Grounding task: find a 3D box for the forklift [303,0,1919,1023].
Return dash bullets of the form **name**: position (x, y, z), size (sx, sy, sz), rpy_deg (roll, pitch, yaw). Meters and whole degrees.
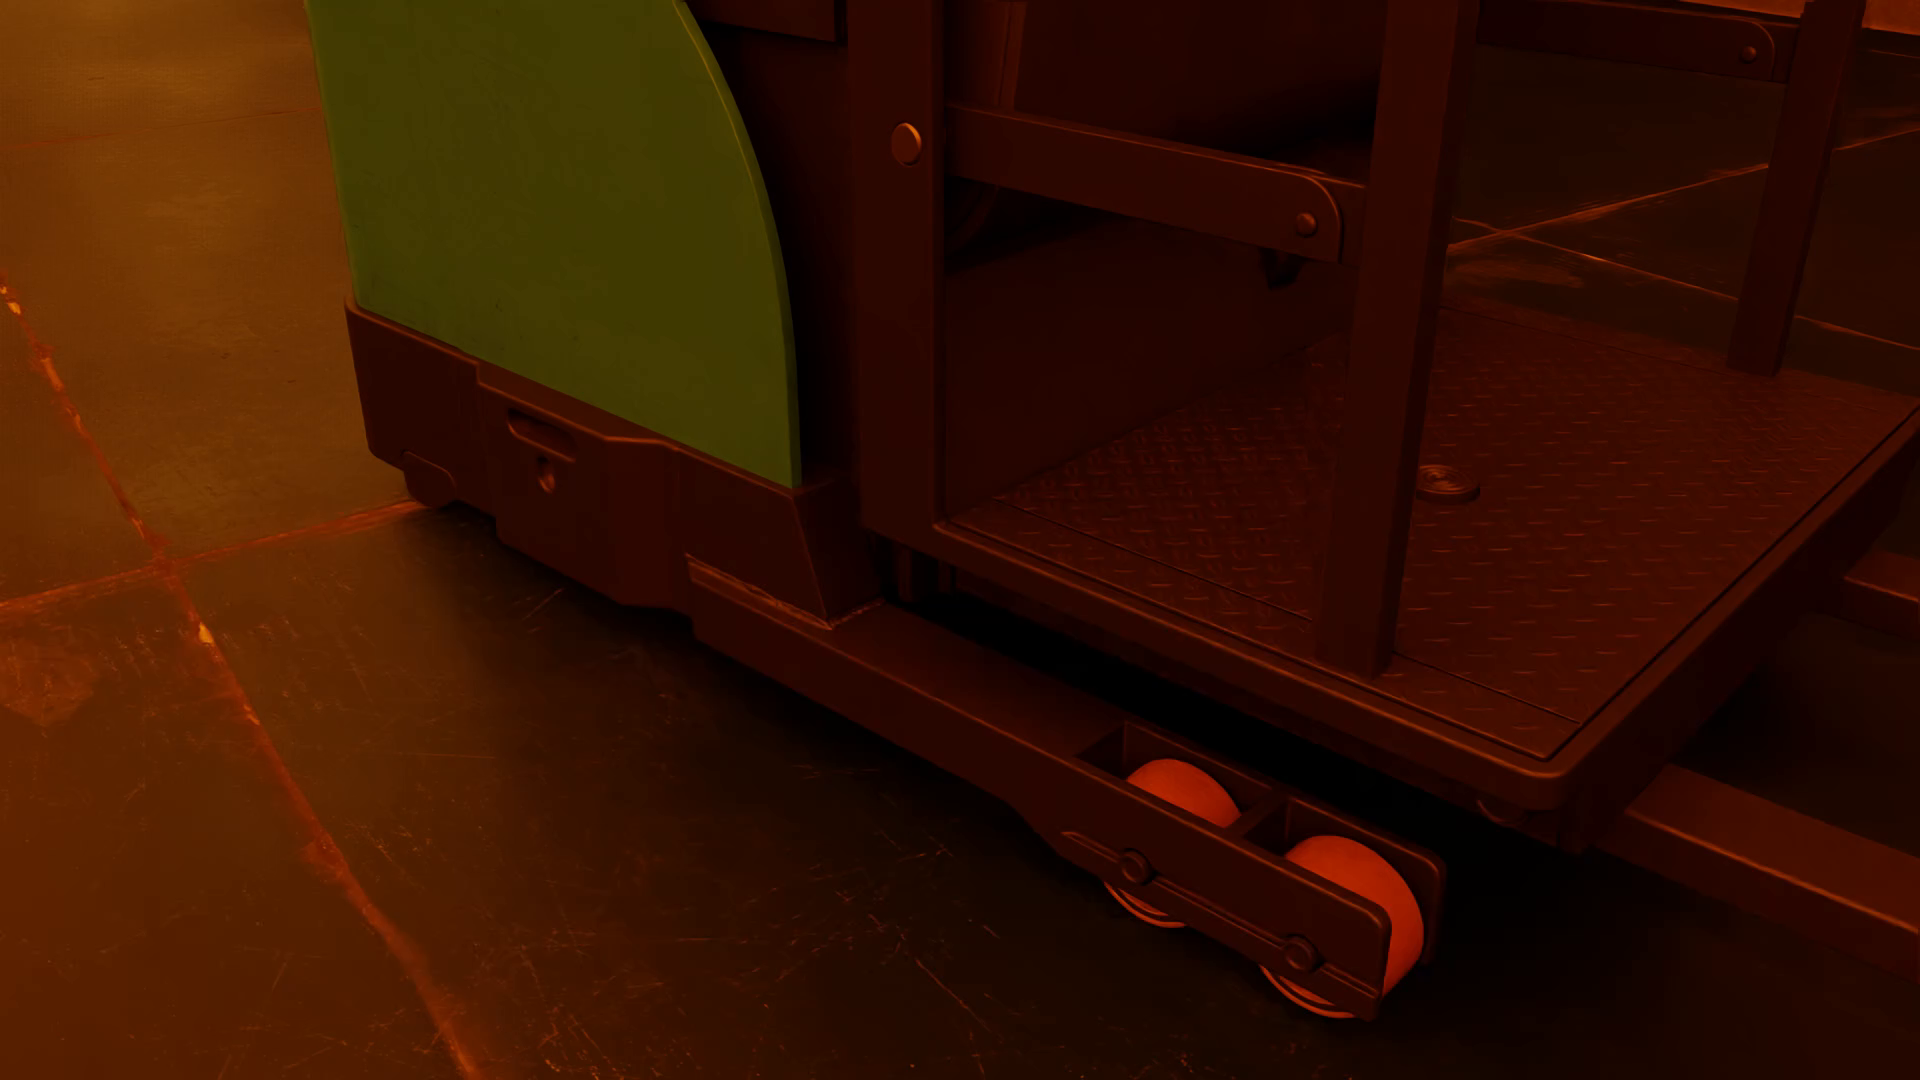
- **forklift**: position (0.485, -1.121, 1.467), size (3.031, 2.935, 1.130), rpy_deg (22, 34, 37)
